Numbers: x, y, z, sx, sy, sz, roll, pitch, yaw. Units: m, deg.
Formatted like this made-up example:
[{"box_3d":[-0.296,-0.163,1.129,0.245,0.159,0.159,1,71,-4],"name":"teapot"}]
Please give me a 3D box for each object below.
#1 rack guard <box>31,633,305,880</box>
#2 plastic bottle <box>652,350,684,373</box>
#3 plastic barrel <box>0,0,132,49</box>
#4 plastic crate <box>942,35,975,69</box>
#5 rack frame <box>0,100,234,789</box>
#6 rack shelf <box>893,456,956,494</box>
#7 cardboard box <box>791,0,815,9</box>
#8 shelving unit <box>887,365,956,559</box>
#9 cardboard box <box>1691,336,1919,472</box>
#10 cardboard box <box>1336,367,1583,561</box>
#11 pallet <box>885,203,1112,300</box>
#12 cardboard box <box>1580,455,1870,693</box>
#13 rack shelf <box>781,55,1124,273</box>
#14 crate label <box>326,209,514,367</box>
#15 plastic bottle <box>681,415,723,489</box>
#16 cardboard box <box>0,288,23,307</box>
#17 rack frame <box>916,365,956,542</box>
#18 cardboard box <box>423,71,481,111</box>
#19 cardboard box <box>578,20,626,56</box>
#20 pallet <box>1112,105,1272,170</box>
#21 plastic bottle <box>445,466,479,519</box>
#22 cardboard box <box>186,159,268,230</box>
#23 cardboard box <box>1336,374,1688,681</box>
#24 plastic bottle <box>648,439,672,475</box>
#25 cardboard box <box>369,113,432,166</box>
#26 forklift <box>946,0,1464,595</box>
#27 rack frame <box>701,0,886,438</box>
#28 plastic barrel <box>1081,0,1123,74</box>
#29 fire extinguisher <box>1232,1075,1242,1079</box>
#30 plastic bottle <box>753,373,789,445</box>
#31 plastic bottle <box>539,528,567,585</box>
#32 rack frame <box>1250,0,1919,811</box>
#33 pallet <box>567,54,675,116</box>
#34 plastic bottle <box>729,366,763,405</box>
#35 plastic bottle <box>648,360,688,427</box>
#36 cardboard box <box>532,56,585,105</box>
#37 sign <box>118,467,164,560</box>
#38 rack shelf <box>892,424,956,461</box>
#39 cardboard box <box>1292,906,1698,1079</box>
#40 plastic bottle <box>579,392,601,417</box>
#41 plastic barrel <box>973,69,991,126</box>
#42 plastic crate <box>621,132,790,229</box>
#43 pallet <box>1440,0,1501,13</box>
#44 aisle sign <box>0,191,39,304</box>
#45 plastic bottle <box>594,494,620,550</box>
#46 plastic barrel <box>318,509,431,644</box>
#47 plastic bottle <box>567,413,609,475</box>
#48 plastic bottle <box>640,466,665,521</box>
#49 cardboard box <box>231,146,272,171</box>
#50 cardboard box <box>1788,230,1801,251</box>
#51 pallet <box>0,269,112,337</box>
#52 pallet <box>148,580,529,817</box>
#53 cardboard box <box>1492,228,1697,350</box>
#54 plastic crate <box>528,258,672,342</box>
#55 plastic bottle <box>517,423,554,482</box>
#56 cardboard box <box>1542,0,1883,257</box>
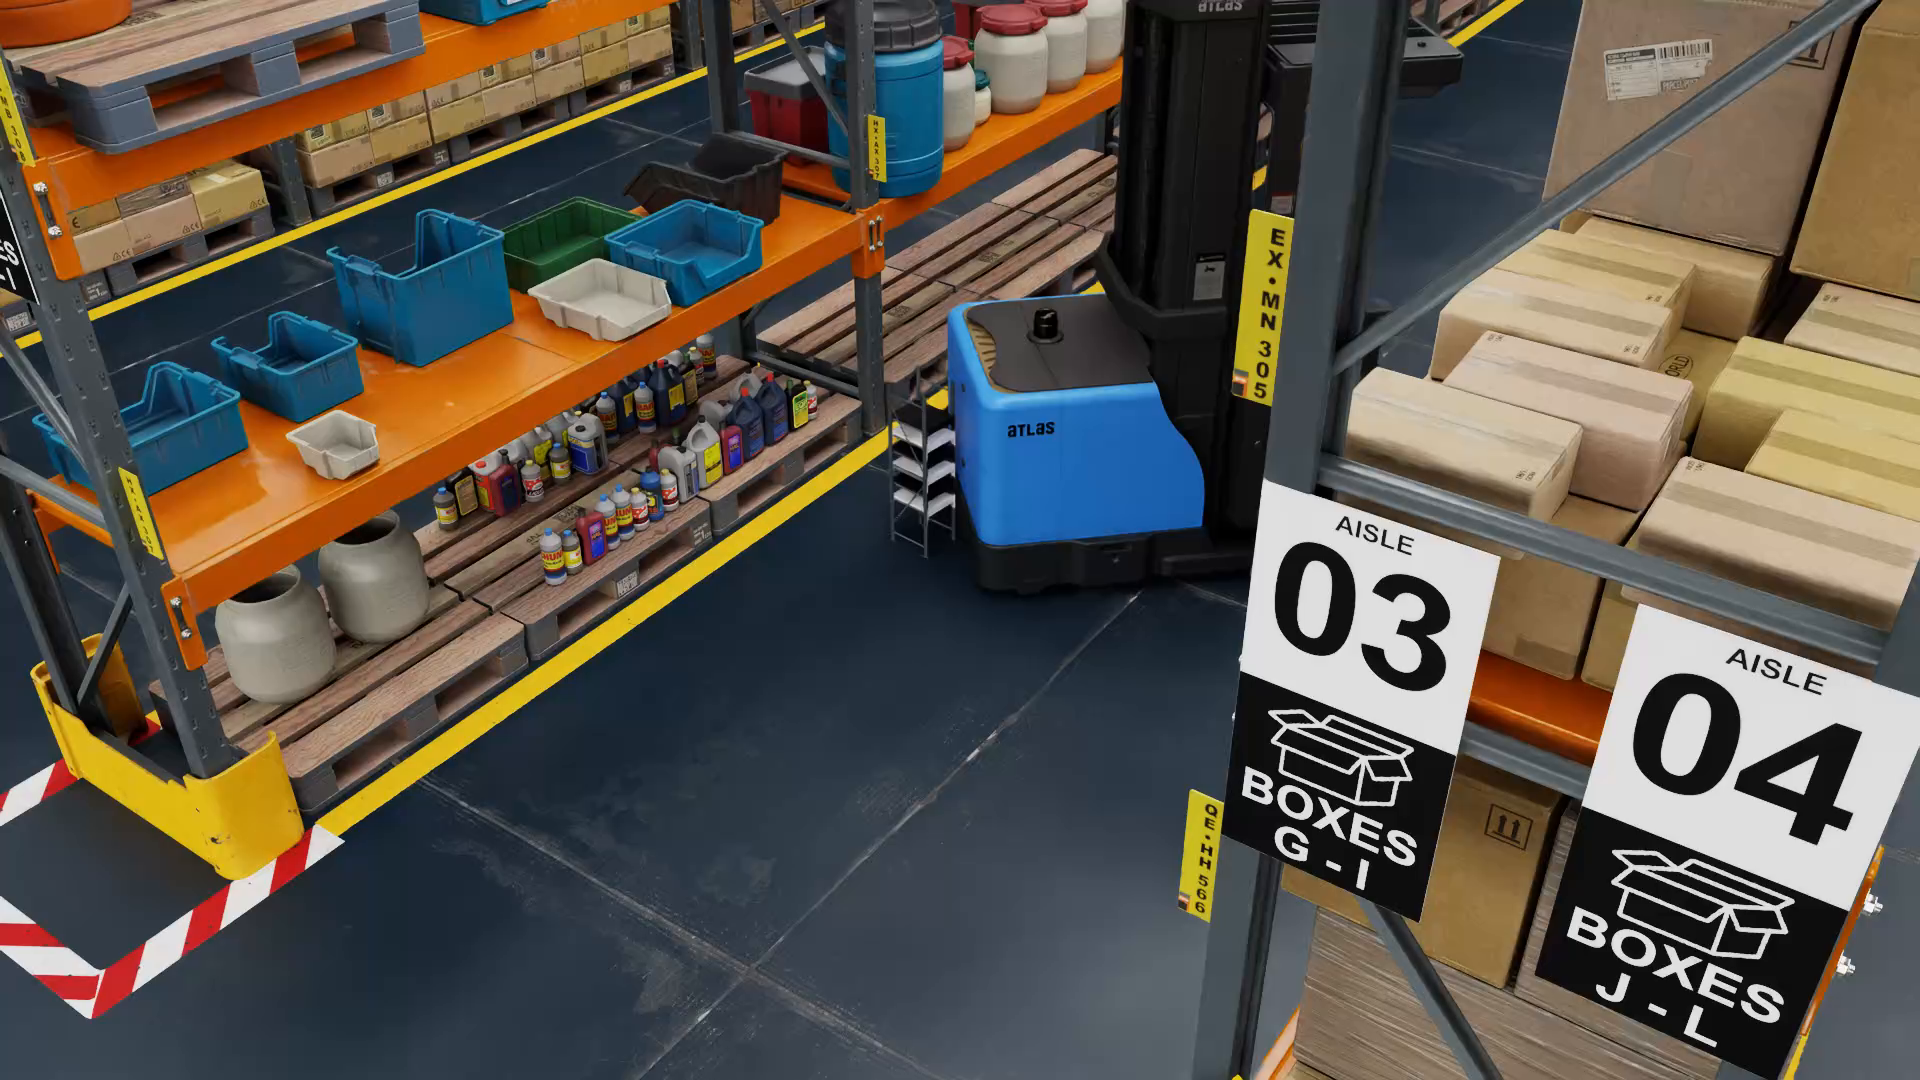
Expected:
[{"box_3d":[-3.129,0.838,6.565,1.175,0.500,0.348,21,39,28],"name":"rack guard"},{"box_3d":[-1.556,-0.878,8.910,0.152,0.276,0.135,23,40,30],"name":"plastic bottle"},{"box_3d":[-2.961,-2.006,5.103,0.600,0.830,0.708,21,39,28],"name":"plastic barrel"},{"box_3d":[-0.092,-2.792,9.891,0.450,0.188,0.662,21,39,28],"name":"plastic crate"},{"box_3d":[-3.133,-0.148,5.791,1.000,3.000,0.127,21,39,28],"name":"rack frame"},{"box_3d":[-0.182,-0.339,8.008,0.258,0.077,0.200,26,42,33],"name":"rack shelf"},{"box_3d":[-1.561,-5.150,15.027,0.500,0.500,0.500,21,39,28],"name":"cardboard box"},{"box_3d":[-0.182,-0.367,7.989,0.258,0.900,0.210,26,42,33],"name":"shelving unit"},{"box_3d":[1.553,-0.208,2.980,0.380,0.149,0.250,21,39,27],"name":"cardboard box"},{"box_3d":[0.837,-0.139,2.878,0.380,0.149,0.250,21,39,28],"name":"cardboard box"},{"box_3d":[0.258,-1.771,10.680,1.003,0.211,1.213,21,39,28],"name":"pallet"},{"box_3d":[1.423,0.115,2.859,0.500,0.250,0.500,23,40,30],"name":"cardboard box"},{"box_3d":[0.288,-2.611,10.075,1.077,0.370,4.000,21,39,28],"name":"rack shelf"},{"box_3d":[-2.306,-1.096,7.161,0.502,0.435,0.616,21,39,28],"name":"crate label"},{"box_3d":[-1.277,-0.448,8.207,0.144,0.351,0.185,21,39,28],"name":"plastic bottle"},{"box_3d":[-5.855,-1.632,10.065,0.500,0.250,0.500,21,39,28],"name":"cardboard box"},{"box_3d":[-0.115,-0.410,8.053,0.240,0.900,0.006,26,42,33],"name":"rack frame"},{"box_3d":[-3.896,-3.417,12.205,0.500,0.311,0.500,20,39,27],"name":"cardboard box"},{"box_3d":[-3.026,-4.119,13.243,0.500,0.311,0.500,21,39,28],"name":"cardboard box"},{"box_3d":[1.843,-3.050,12.572,1.003,0.211,1.213,21,39,28],"name":"pallet"},{"box_3d":[-2.395,-0.250,7.973,0.061,0.283,0.133,22,40,29],"name":"plastic bottle"},{"box_3d":[-5.005,-2.324,11.089,0.500,0.250,0.500,21,39,28],"name":"cardboard box"},{"box_3d":[1.002,-0.049,3.101,0.500,0.250,0.500,22,40,29],"name":"cardboard box"},{"box_3d":[-1.460,-0.380,8.167,0.061,0.283,0.133,21,39,28],"name":"plastic bottle"},{"box_3d":[-4.194,-2.949,12.012,0.500,0.250,0.500,22,40,29],"name":"cardboard box"},{"box_3d":[1.493,-1.344,7.621,3.031,2.935,1.130,-6,34,-8],"name":"forklift"},{"box_3d":[-0.853,-1.988,8.513,1.000,3.000,0.127,21,39,28],"name":"rack frame"},{"box_3d":[0.777,-3.140,10.116,0.421,0.512,0.421,0,34,0],"name":"plastic barrel"},{"box_3d":[0.492,1.372,3.613,0.296,0.674,0.183,21,39,28],"name":"fire extinguisher"},{"box_3d":[-0.983,-0.685,8.557,0.144,0.351,0.185,20,39,27],"name":"plastic bottle"},{"box_3d":[-1.844,0.065,7.518,0.097,0.271,0.097,0,34,0],"name":"plastic bottle"},{"box_3d":[0.935,-1.051,1.771,1.000,3.000,0.127,21,39,28],"name":"rack frame"},{"box_3d":[-3.141,-3.892,13.816,1.003,0.211,1.213,21,39,28],"name":"pallet"},{"box_3d":[-1.102,-0.731,8.625,0.144,0.351,0.185,21,39,28],"name":"plastic bottle"},{"box_3d":[-1.535,-0.788,8.710,0.144,0.351,0.185,21,39,28],"name":"plastic bottle"},{"box_3d":[-3.319,-3.659,13.063,0.500,0.250,0.500,22,40,29],"name":"cardboard box"},{"box_3d":[-2.684,-0.085,5.450,0.100,0.325,0.005,21,39,28],"name":"sign"},{"box_3d":[-0.182,-0.489,7.907,0.258,0.077,0.200,26,42,33],"name":"rack shelf"},{"box_3d":[1.272,1.025,3.701,0.875,0.500,0.500,21,39,28],"name":"cardboard box"},{"box_3d":[-1.890,-0.657,8.576,0.061,0.283,0.133,23,40,30],"name":"plastic bottle"},{"box_3d":[0.028,-2.491,9.380,0.301,0.262,0.301,0,34,0],"name":"plastic barrel"},{"box_3d":[-1.256,-1.762,8.234,0.767,0.338,0.504,21,39,28],"name":"plastic crate"},{"box_3d":[4.791,-5.430,16.090,1.003,0.211,1.213,21,39,28],"name":"pallet"},{"box_3d":[-2.934,-1.098,4.875,0.394,0.787,0.004,21,39,28],"name":"aisle sign"},{"box_3d":[-1.648,-0.092,7.752,0.097,0.271,0.097,0,34,0],"name":"plastic bottle"},{"box_3d":[-2.535,0.151,7.195,0.421,0.512,0.421,0,34,0],"name":"plastic barrel"},{"box_3d":[-1.868,-0.485,8.329,0.152,0.276,0.135,21,39,28],"name":"plastic bottle"},{"box_3d":[-1.476,-0.232,7.958,0.097,0.271,0.097,0,34,0],"name":"plastic bottle"},{"box_3d":[-4.922,-2.891,11.927,0.500,0.250,0.500,21,39,28],"name":"cardboard box"},{"box_3d":[1.866,-0.746,4.132,0.500,0.250,0.500,21,39,27],"name":"cardboard box"},{"box_3d":[-6.103,-1.501,10.281,1.003,0.211,1.213,21,39,28],"name":"pallet"},{"box_3d":[-2.661,0.585,7.196,1.003,0.211,1.213,21,39,28],"name":"pallet"},{"box_3d":[1.272,-0.505,3.419,0.380,0.149,0.250,21,40,28],"name":"cardboard box"},{"box_3d":[-1.570,-1.051,7.362,0.530,0.136,0.437,21,39,28],"name":"plastic crate"},{"box_3d":[-2.110,-0.466,8.234,0.144,0.351,0.185,23,40,30],"name":"plastic bottle"},{"box_3d":[1.611,-0.974,3.534,0.500,0.500,0.500,21,39,28],"name":"cardboard box"}]
